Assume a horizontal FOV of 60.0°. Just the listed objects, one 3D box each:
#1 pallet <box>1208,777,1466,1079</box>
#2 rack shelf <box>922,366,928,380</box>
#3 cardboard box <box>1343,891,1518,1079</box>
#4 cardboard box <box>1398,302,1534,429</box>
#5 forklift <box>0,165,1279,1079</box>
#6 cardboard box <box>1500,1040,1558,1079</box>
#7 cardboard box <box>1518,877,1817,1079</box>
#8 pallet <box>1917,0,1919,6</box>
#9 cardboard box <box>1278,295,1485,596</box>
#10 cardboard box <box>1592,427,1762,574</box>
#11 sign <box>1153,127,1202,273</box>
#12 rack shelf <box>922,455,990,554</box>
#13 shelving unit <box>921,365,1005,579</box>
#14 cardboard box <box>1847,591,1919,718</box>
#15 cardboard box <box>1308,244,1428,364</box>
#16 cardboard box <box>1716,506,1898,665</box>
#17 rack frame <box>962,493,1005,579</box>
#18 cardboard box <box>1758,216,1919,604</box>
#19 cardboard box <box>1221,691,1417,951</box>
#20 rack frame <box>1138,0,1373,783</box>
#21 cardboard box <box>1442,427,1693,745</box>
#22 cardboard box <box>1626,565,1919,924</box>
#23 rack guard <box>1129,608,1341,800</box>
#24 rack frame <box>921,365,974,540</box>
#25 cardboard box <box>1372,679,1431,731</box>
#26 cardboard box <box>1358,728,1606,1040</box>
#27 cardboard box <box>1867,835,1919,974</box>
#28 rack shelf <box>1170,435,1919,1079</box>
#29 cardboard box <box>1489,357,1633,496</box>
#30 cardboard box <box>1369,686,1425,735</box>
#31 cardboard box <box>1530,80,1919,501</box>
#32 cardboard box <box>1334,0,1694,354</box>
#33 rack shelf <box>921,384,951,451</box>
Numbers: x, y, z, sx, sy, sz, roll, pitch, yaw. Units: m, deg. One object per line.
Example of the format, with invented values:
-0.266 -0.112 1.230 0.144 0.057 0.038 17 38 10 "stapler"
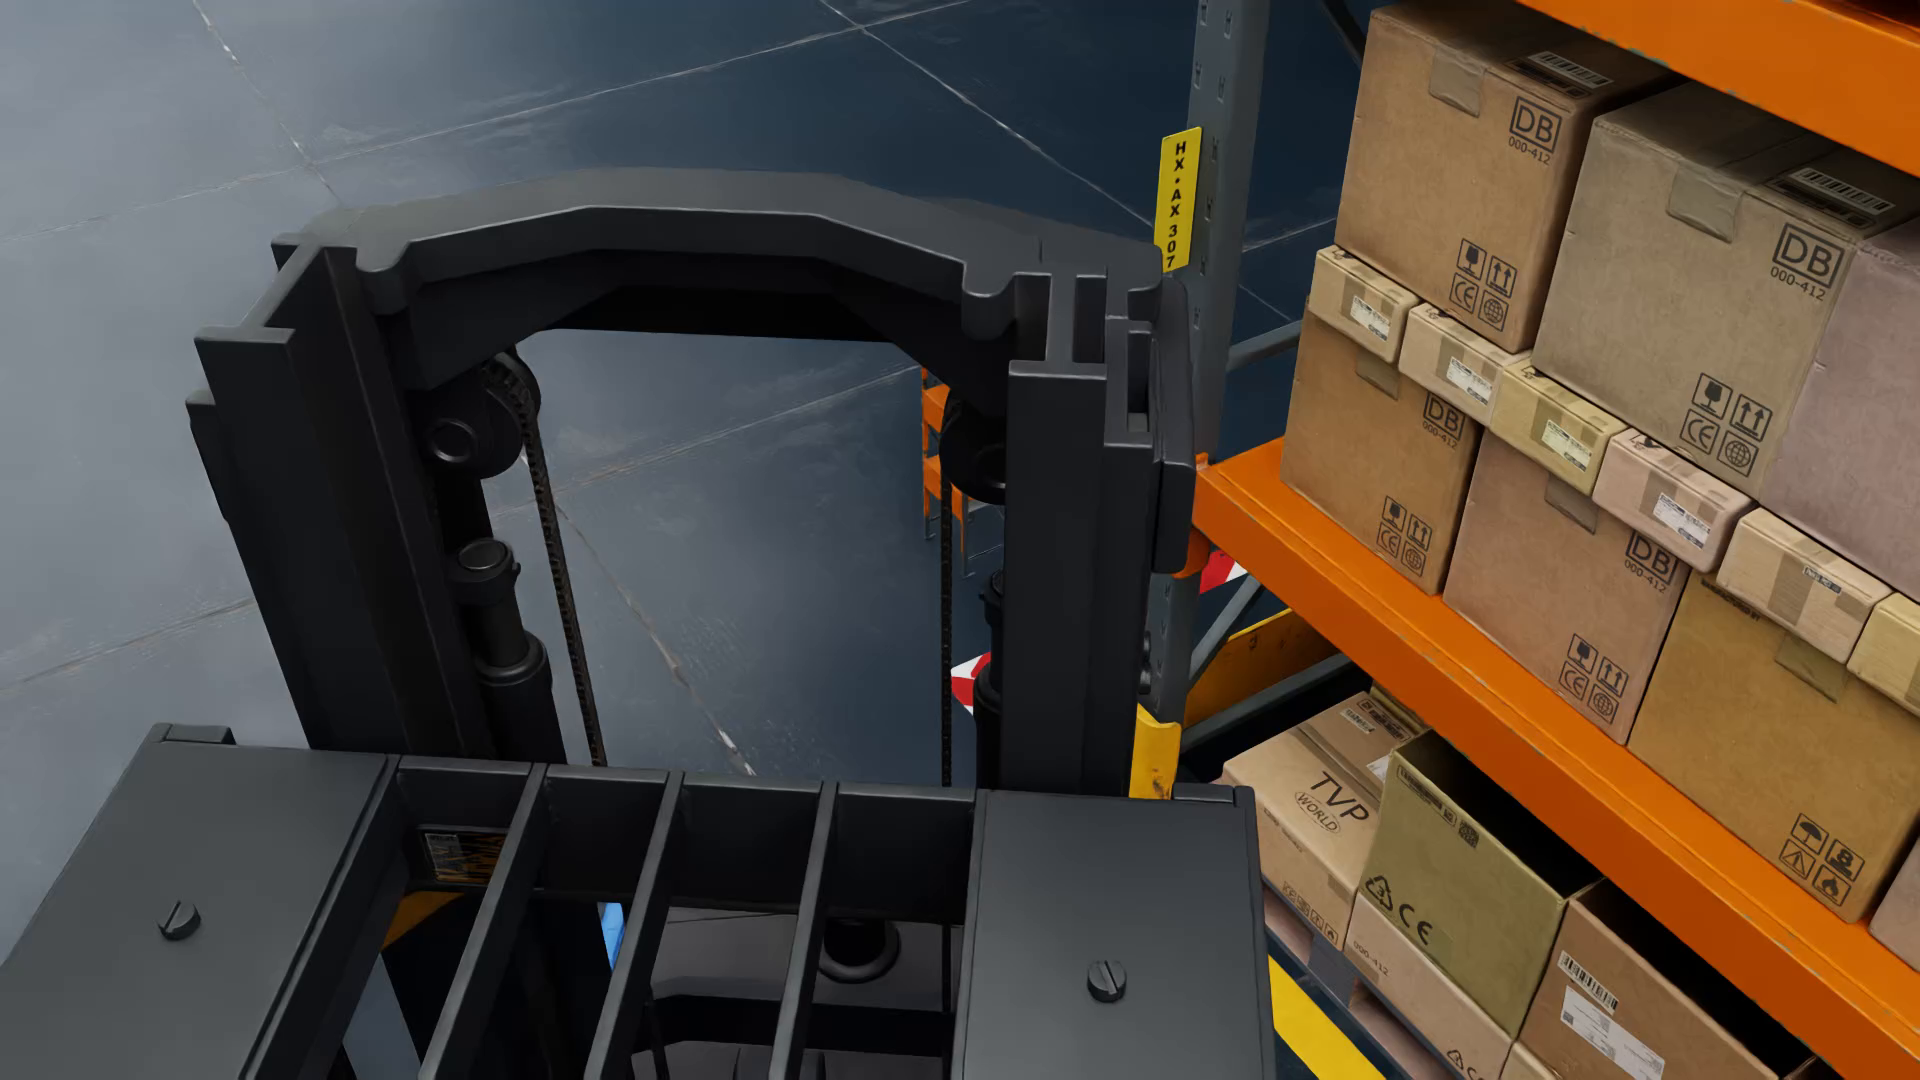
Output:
1.375 0.931 4.468 1.003 0.211 1.213 -22 45 -24 "pallet"
0.029 -0.584 5.204 0.215 0.259 0.240 -22 45 -24 "rack shelf"
1.301 0.991 4.037 0.500 0.250 0.500 -22 45 -24 "cardboard box"
1.102 -0.399 3.300 0.380 0.149 0.250 -23 45 -25 "cardboard box"
-0.283 1.191 2.031 1.130 2.935 3.031 3 40 3 "forklift"
1.570 1.261 3.713 0.500 0.250 0.500 -22 45 -24 "cardboard box"
1.579 0.969 3.478 0.500 0.500 0.500 -22 45 -24 "cardboard box"
1.947 -0.607 1.861 1.003 0.211 1.213 -22 45 -24 "pallet"
1.169 -0.321 3.713 0.700 0.500 0.500 -22 45 -24 "cardboard box"
1.369 -0.127 2.974 0.380 0.149 0.250 -23 45 -25 "cardboard box"
0.457 -0.714 3.525 0.100 0.325 0.005 -22 45 -24 "sign"
0.029 -0.153 5.564 0.215 0.259 0.240 -22 45 -24 "rack shelf"
0.029 -0.374 5.379 0.215 1.050 0.252 -22 45 -24 "shelving unit"
1.652 0.154 2.637 0.380 0.149 0.250 -23 45 -25 "cardboard box"
0.958 -0.540 3.470 0.380 0.149 0.250 -23 45 -25 "cardboard box"
1.514 0.016 2.802 0.380 0.149 0.250 -24 45 -26 "cardboard box"
0.094 -0.309 5.300 0.200 1.050 0.008 -22 45 -24 "rack frame"
1.756 -0.237 2.599 0.700 0.500 0.500 -22 45 -24 "cardboard box"
1.029 0.723 4.360 0.500 0.250 0.500 -22 45 -24 "cardboard box"
0.929 -0.539 4.053 1.000 3.000 0.127 -22 45 -24 "rack frame"
1.455 -0.039 3.375 0.700 0.500 0.500 -21 44 -23 "cardboard box"
1.717 0.231 3.051 0.700 0.500 0.500 -22 45 -24 "cardboard box"
0.916 0.409 4.869 1.175 0.500 0.348 -22 45 -24 "rack guard"
-0.037 -0.440 5.458 0.200 1.050 0.008 -22 45 -24 "rack frame"
1.468 0.255 4.334 0.500 0.500 0.500 -22 45 -24 "cardboard box"
1.300 0.704 3.796 0.500 0.500 0.500 -22 45 -24 "cardboard box"
2.004 0.514 2.712 0.700 0.500 0.500 -21 44 -23 "cardboard box"
2.004 0.817 2.988 1.077 0.370 4.000 -22 45 -24 "rack shelf"
1.235 -0.264 3.138 0.380 0.149 0.250 -22 45 -24 "cardboard box"
1.466 0.544 4.574 0.500 0.250 0.500 -22 45 -24 "cardboard box"
1.485 -0.508 2.925 0.700 0.500 0.500 -23 45 -25 "cardboard box"
1.197 -0.790 3.264 0.700 0.500 0.500 -22 45 -24 "cardboard box"
0.029 -0.366 5.386 0.215 0.259 0.240 -22 45 -24 "rack shelf"
